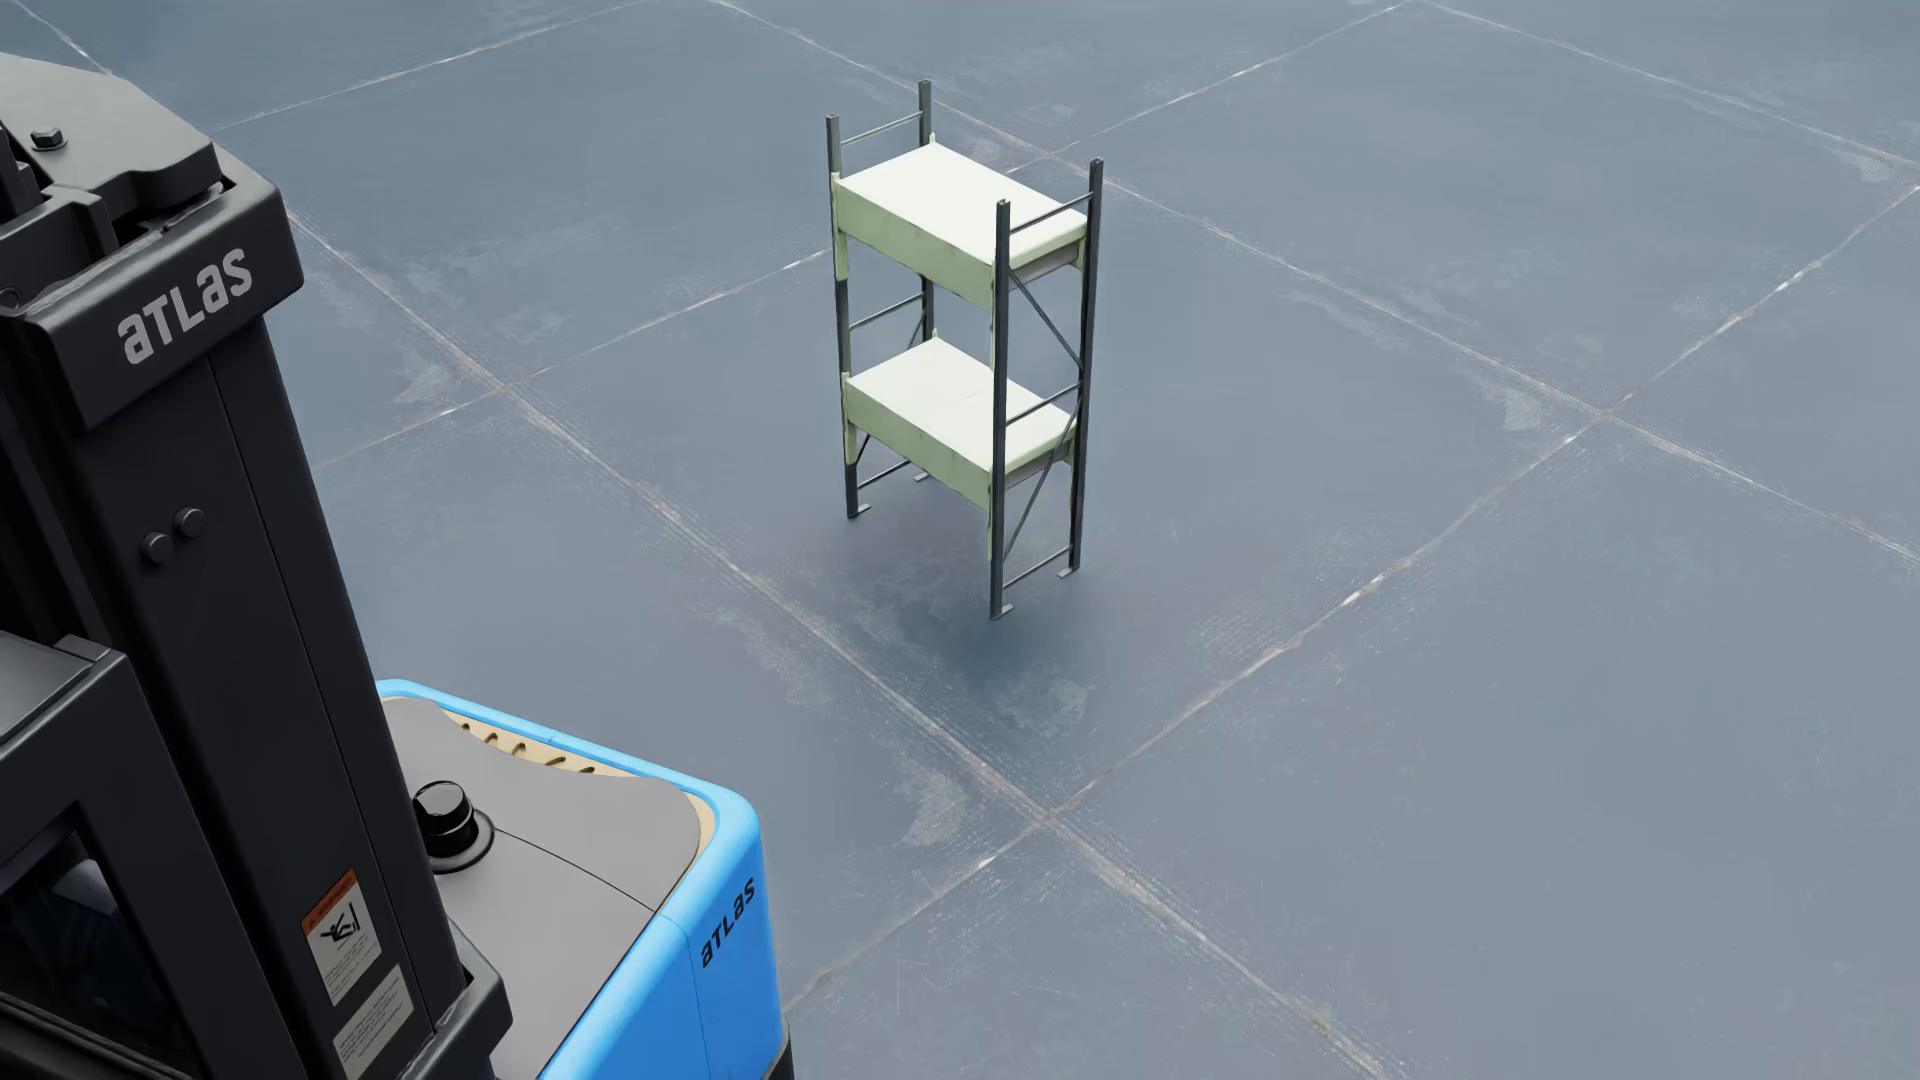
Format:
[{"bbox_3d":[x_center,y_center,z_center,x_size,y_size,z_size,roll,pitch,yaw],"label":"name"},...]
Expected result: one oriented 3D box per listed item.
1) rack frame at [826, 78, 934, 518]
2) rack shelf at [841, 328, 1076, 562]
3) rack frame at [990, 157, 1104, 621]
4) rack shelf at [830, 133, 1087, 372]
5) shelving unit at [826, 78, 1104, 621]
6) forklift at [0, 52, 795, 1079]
[{"bbox_3d":[-0.243,-0.750,5.485,0.400,1.500,0.023,-30,48,-32],"label":"rack frame"},{"bbox_3d":[0.005,-0.327,5.480,0.431,0.370,0.720,-30,48,-32],"label":"rack shelf"},{"bbox_3d":[0.252,-0.411,5.065,0.400,1.500,0.023,-30,48,-32],"label":"rack frame"},{"bbox_3d":[0.005,-0.884,5.030,0.431,0.370,0.720,-30,48,-32],"label":"rack shelf"},{"bbox_3d":[0.005,-0.580,5.275,0.431,1.500,0.755,-30,48,-32],"label":"shelving unit"},{"bbox_3d":[-1.445,0.952,2.238,1.130,2.935,3.031,15,41,18],"label":"forklift"}]
